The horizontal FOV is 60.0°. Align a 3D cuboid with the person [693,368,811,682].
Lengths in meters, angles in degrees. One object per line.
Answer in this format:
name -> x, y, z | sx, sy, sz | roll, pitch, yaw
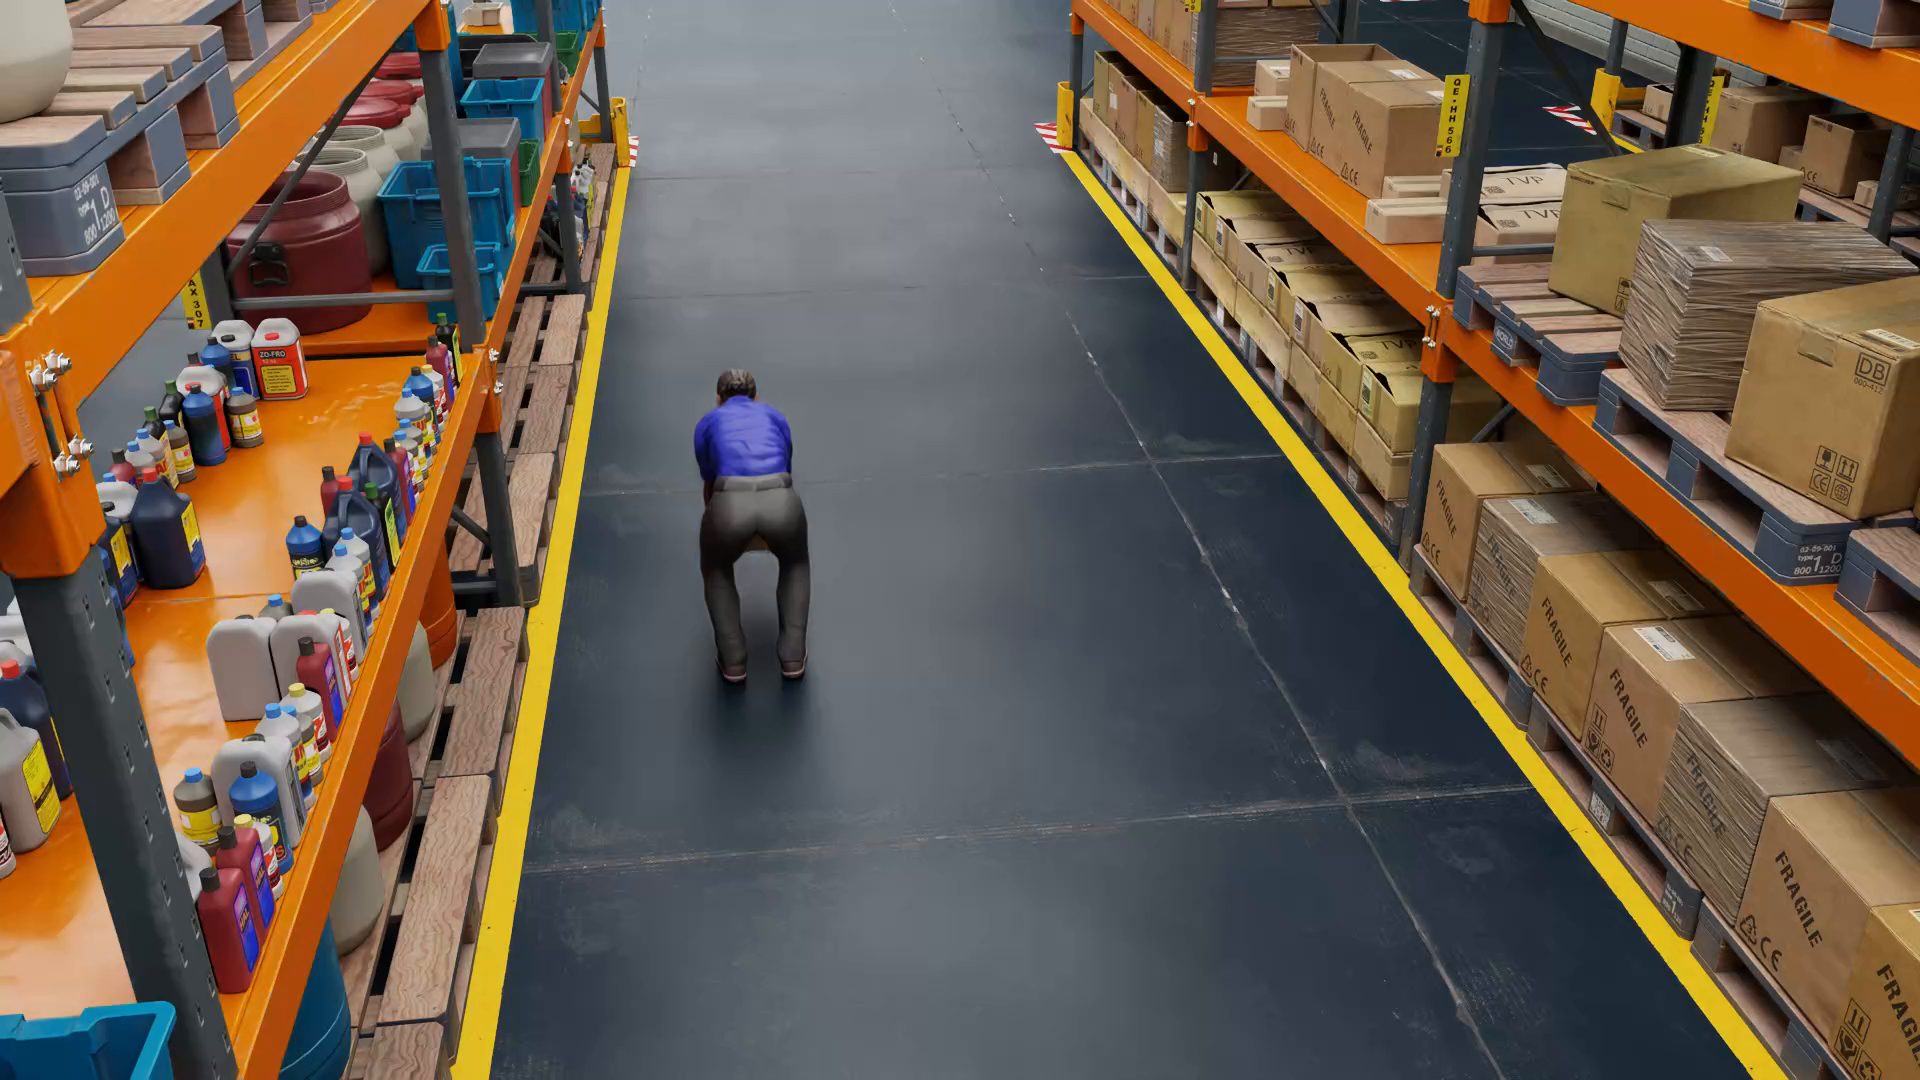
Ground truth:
person -> -0.853, -0.057, 6.821 | 0.447, 1.124, 0.847 | -5, 28, -9
